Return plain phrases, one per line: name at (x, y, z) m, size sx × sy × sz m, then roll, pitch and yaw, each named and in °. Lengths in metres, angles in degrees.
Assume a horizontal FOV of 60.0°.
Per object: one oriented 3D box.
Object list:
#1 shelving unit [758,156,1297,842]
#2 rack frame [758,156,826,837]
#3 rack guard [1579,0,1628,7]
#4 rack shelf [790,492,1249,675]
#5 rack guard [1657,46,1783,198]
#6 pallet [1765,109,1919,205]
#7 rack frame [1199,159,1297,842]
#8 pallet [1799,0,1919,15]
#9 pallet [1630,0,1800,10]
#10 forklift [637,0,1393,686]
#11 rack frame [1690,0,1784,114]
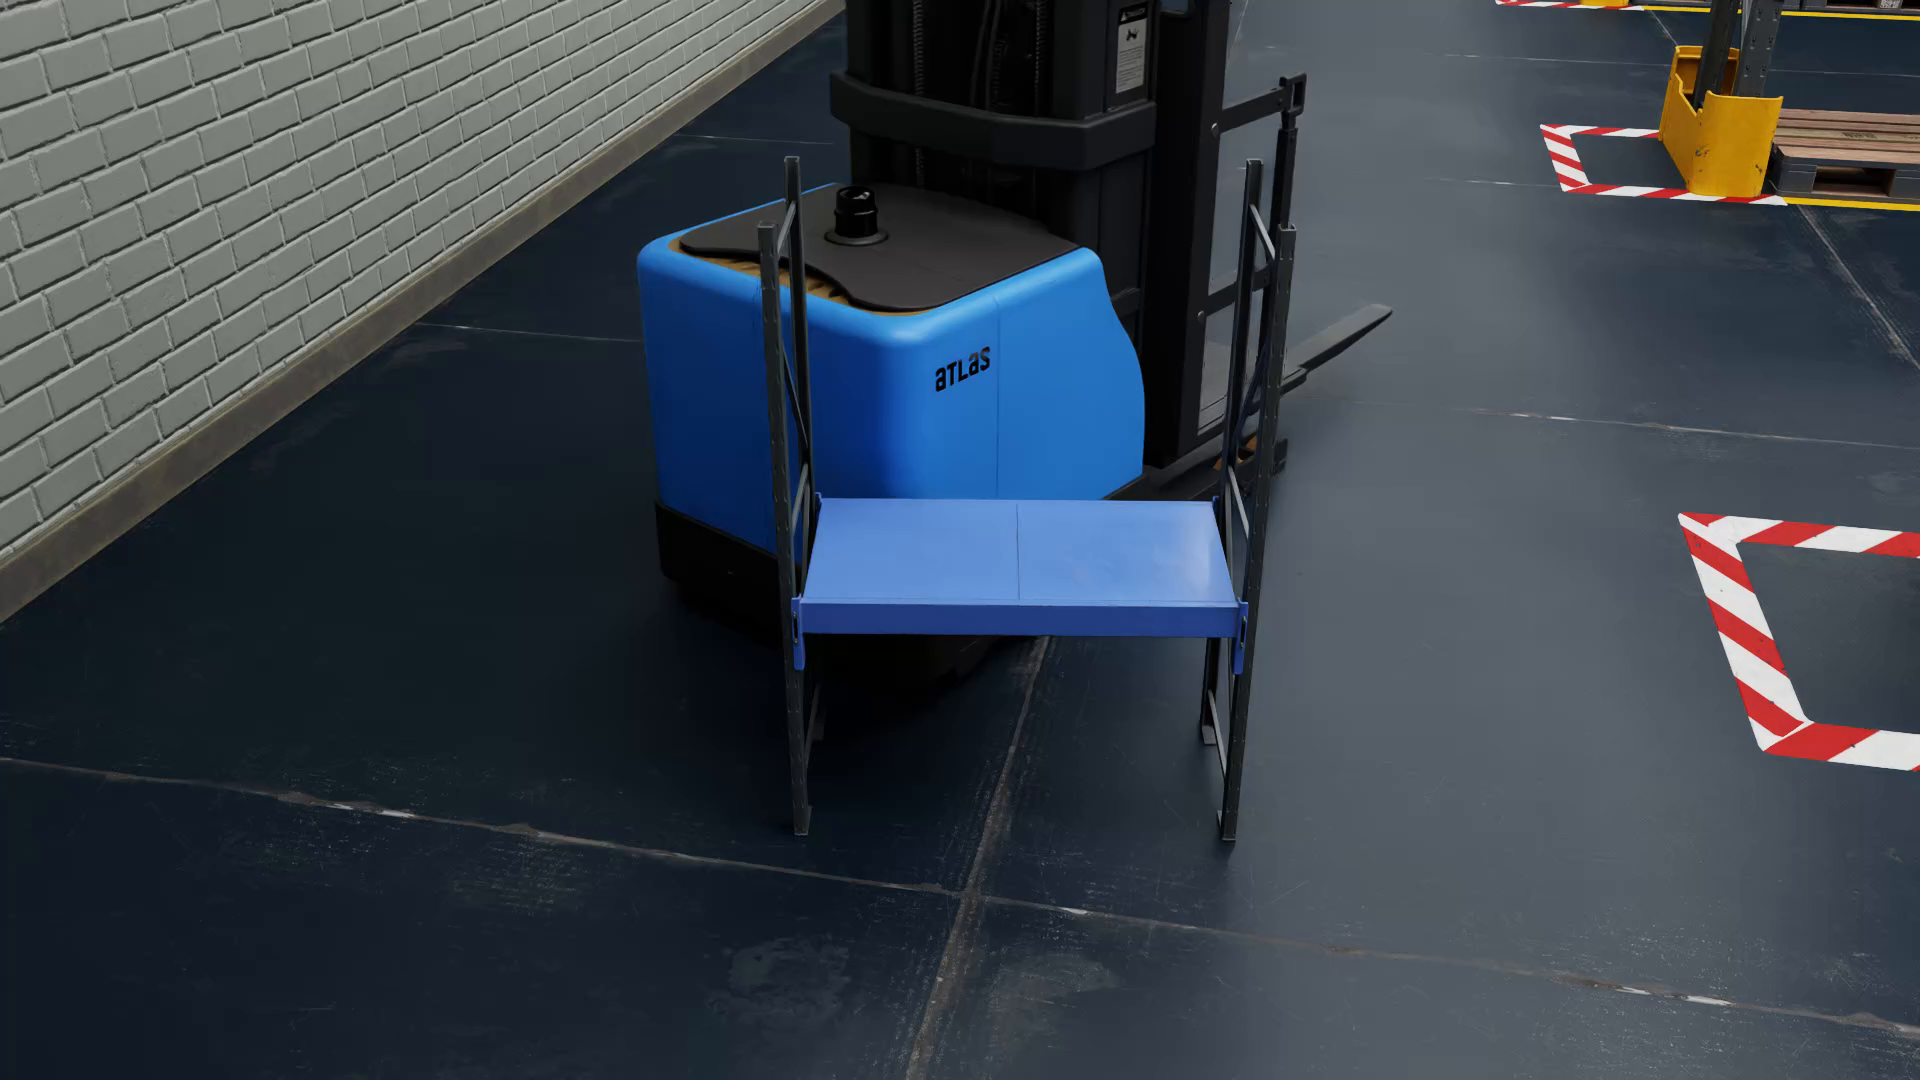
shelving unit at (0.134, -0.066, 3.809) m, size 1.048 × 1.500 × 0.538 m, roll 1°, pitch 29°, yaw 1°
rack frame at (-0.374, -0.071, 3.817) m, size 0.032 × 1.500 × 0.500 m, roll 1°, pitch 29°, yaw 1°
rack guard at (5.040, -4.563, 13.064) m, size 0.348 × 0.500 × 1.175 m, roll 6°, pitch 29°, yaw 11°
rack shelf at (0.134, 0.092, 3.895) m, size 1.000 × 0.185 × 0.538 m, roll 1°, pitch 29°, yaw 1°
rack guard at (4.003, -2.231, 8.805) m, size 0.348 × 0.500 × 1.175 m, roll 6°, pitch 29°, yaw 11°
pallet at (4.828, -2.007, 8.696) m, size 1.213 × 0.211 × 1.003 m, roll 6°, pitch 29°, yaw 11°
rack frame at (0.642, -0.062, 3.801) m, size 0.032 × 1.500 × 0.500 m, roll 1°, pitch 29°, yaw 1°
pallet at (7.051, -4.267, 12.825) m, size 1.213 × 0.211 × 1.003 m, roll 6°, pitch 29°, yaw 11°
pallet at (5.862, -4.391, 13.050) m, size 1.213 × 0.211 × 1.003 m, roll 6°, pitch 29°, yaw 11°
forklift at (0.444, -1.532, 4.997) m, size 1.130 × 2.935 × 3.031 m, roll 22°, pitch 36°, yaw 34°
rack frame at (4.029, -3.331, 8.211) m, size 0.127 × 3.000 × 1.000 m, roll 6°, pitch 29°, yaw 11°
